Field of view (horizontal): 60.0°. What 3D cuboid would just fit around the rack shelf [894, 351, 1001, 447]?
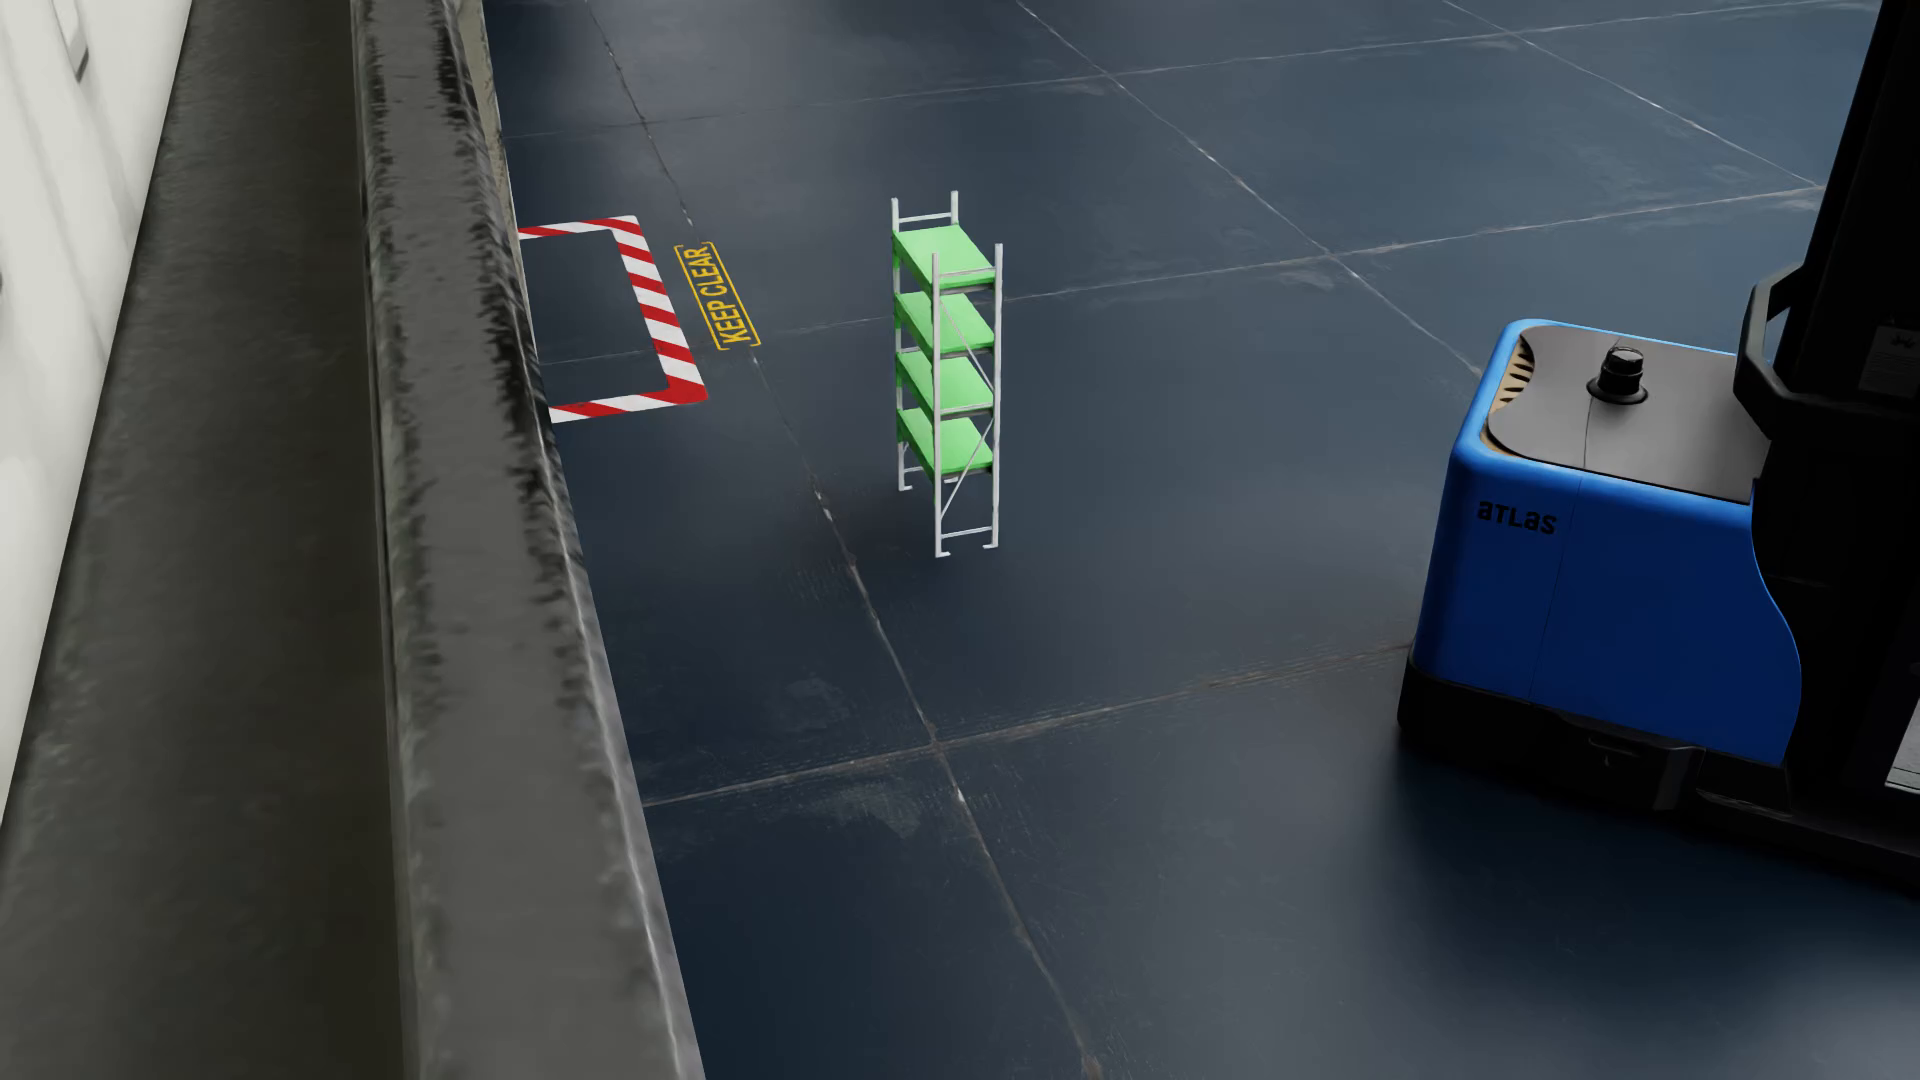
[{"bbox_3d":[-0.050,-0.534,6.039,0.258,0.148,0.480,-10,35,-15],"label":"rack shelf"}]

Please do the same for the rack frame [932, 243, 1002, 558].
[{"bbox_3d":[0.024,-0.459,5.810,0.240,1.200,0.015,-10,35,-15],"label":"rack frame"}]

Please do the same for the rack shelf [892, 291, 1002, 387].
[{"bbox_3d":[-0.050,-0.734,5.907,0.258,0.148,0.480,-10,35,-15],"label":"rack shelf"}]

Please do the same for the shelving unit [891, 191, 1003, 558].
[{"bbox_3d":[-0.050,-0.587,6.004,0.258,1.200,0.503,-10,35,-15],"label":"shelving unit"}]

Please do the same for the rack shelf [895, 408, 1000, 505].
[{"bbox_3d":[-0.050,-0.334,6.172,0.258,0.148,0.480,-10,35,-15],"label":"rack shelf"}]

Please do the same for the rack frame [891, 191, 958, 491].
[{"bbox_3d":[-0.125,-0.716,6.198,0.240,1.200,0.015,-10,35,-15],"label":"rack frame"}]

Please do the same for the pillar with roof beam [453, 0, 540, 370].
[{"bbox_3d":[2.897,-3.635,3.543,9.100,9.000,0.400,-10,35,-15],"label":"pillar with roof beam"}]

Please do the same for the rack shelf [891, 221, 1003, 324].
[{"bbox_3d":[-0.050,-0.935,5.775,0.258,0.148,0.480,-10,35,-15],"label":"rack shelf"}]

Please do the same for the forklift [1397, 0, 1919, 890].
[{"bbox_3d":[2.932,-0.478,4.268,3.031,2.935,1.130,14,36,20],"label":"forklift"}]
